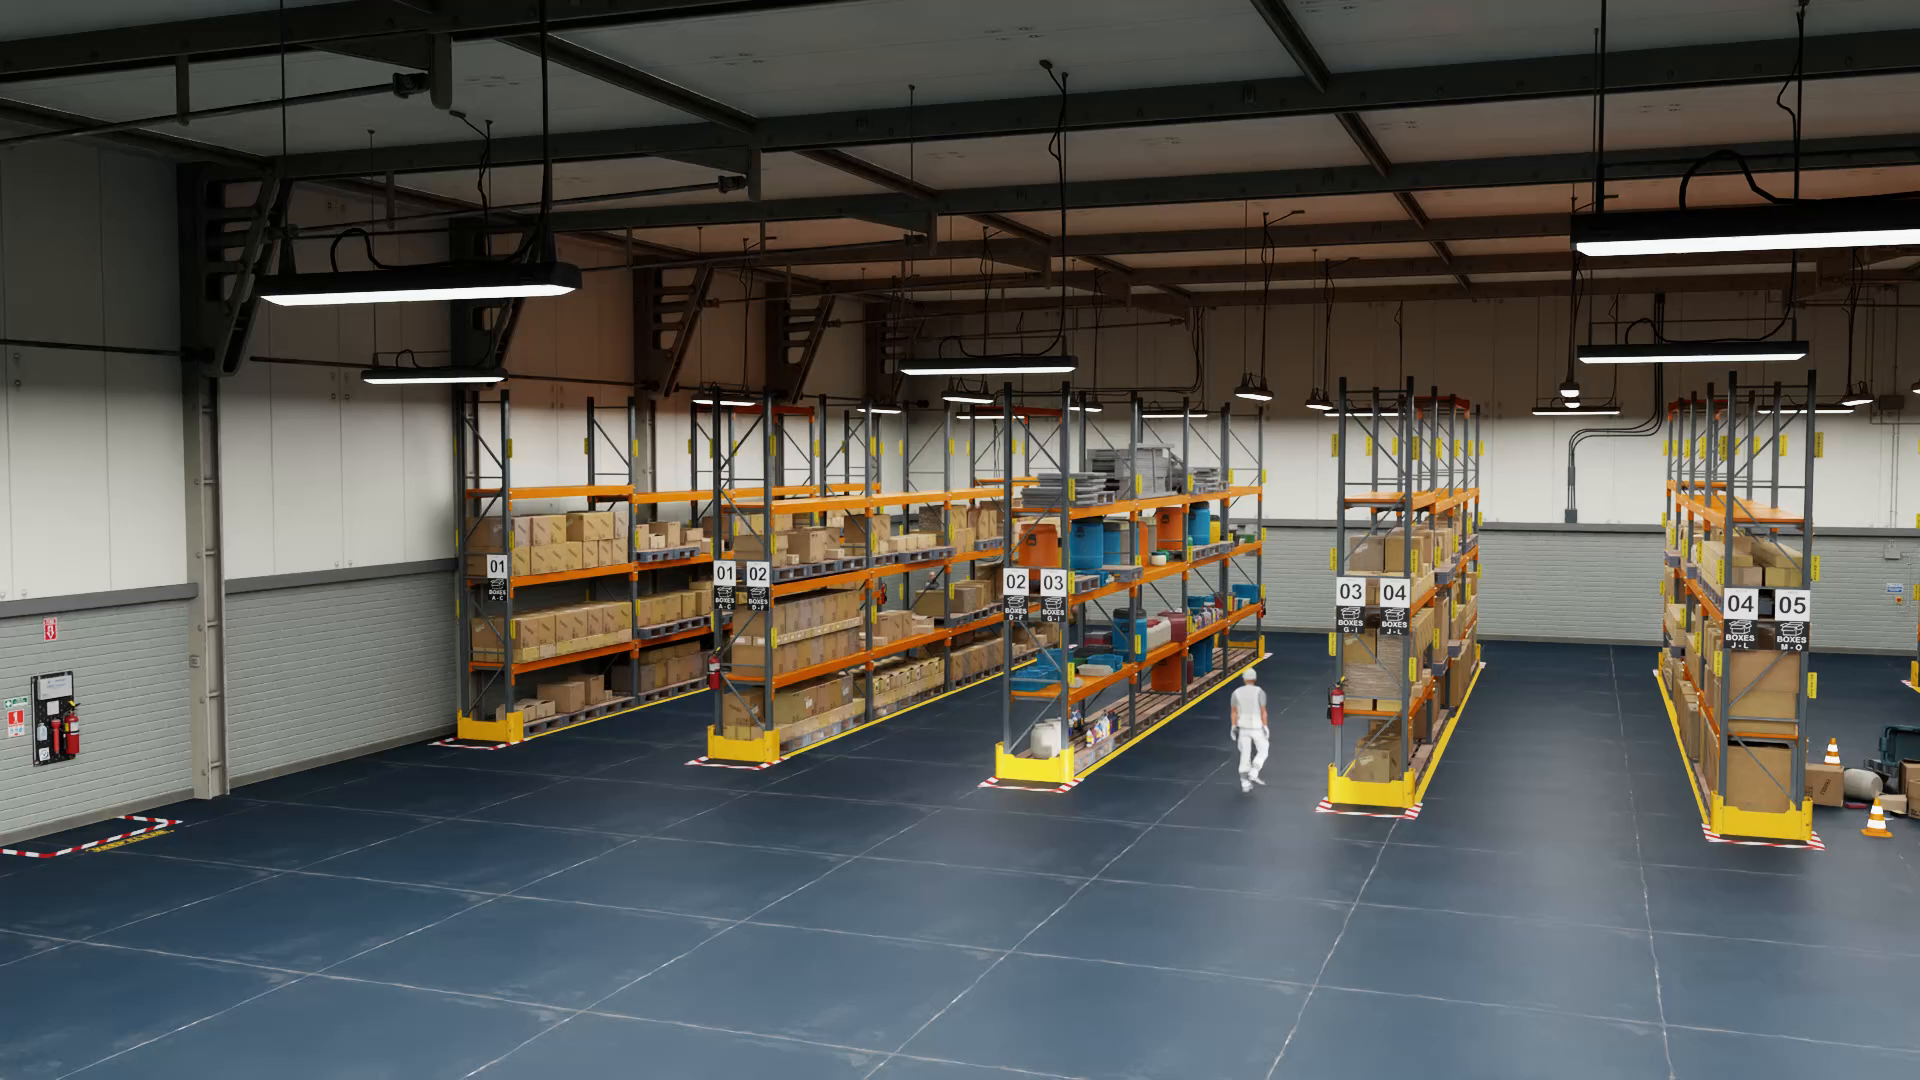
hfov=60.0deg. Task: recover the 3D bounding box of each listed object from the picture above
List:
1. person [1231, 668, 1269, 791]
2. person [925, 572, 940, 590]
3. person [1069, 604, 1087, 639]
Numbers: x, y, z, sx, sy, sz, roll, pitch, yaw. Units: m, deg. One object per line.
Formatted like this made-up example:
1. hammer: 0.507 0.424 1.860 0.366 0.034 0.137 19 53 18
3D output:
1. person: 4.237 2.765 24.311 0.588 1.779 0.481 2 4 32
2. person: -0.695 1.704 44.085 0.429 1.727 0.560 1 3 19
3. person: 3.029 1.759 43.541 0.741 1.658 0.626 2 4 35
